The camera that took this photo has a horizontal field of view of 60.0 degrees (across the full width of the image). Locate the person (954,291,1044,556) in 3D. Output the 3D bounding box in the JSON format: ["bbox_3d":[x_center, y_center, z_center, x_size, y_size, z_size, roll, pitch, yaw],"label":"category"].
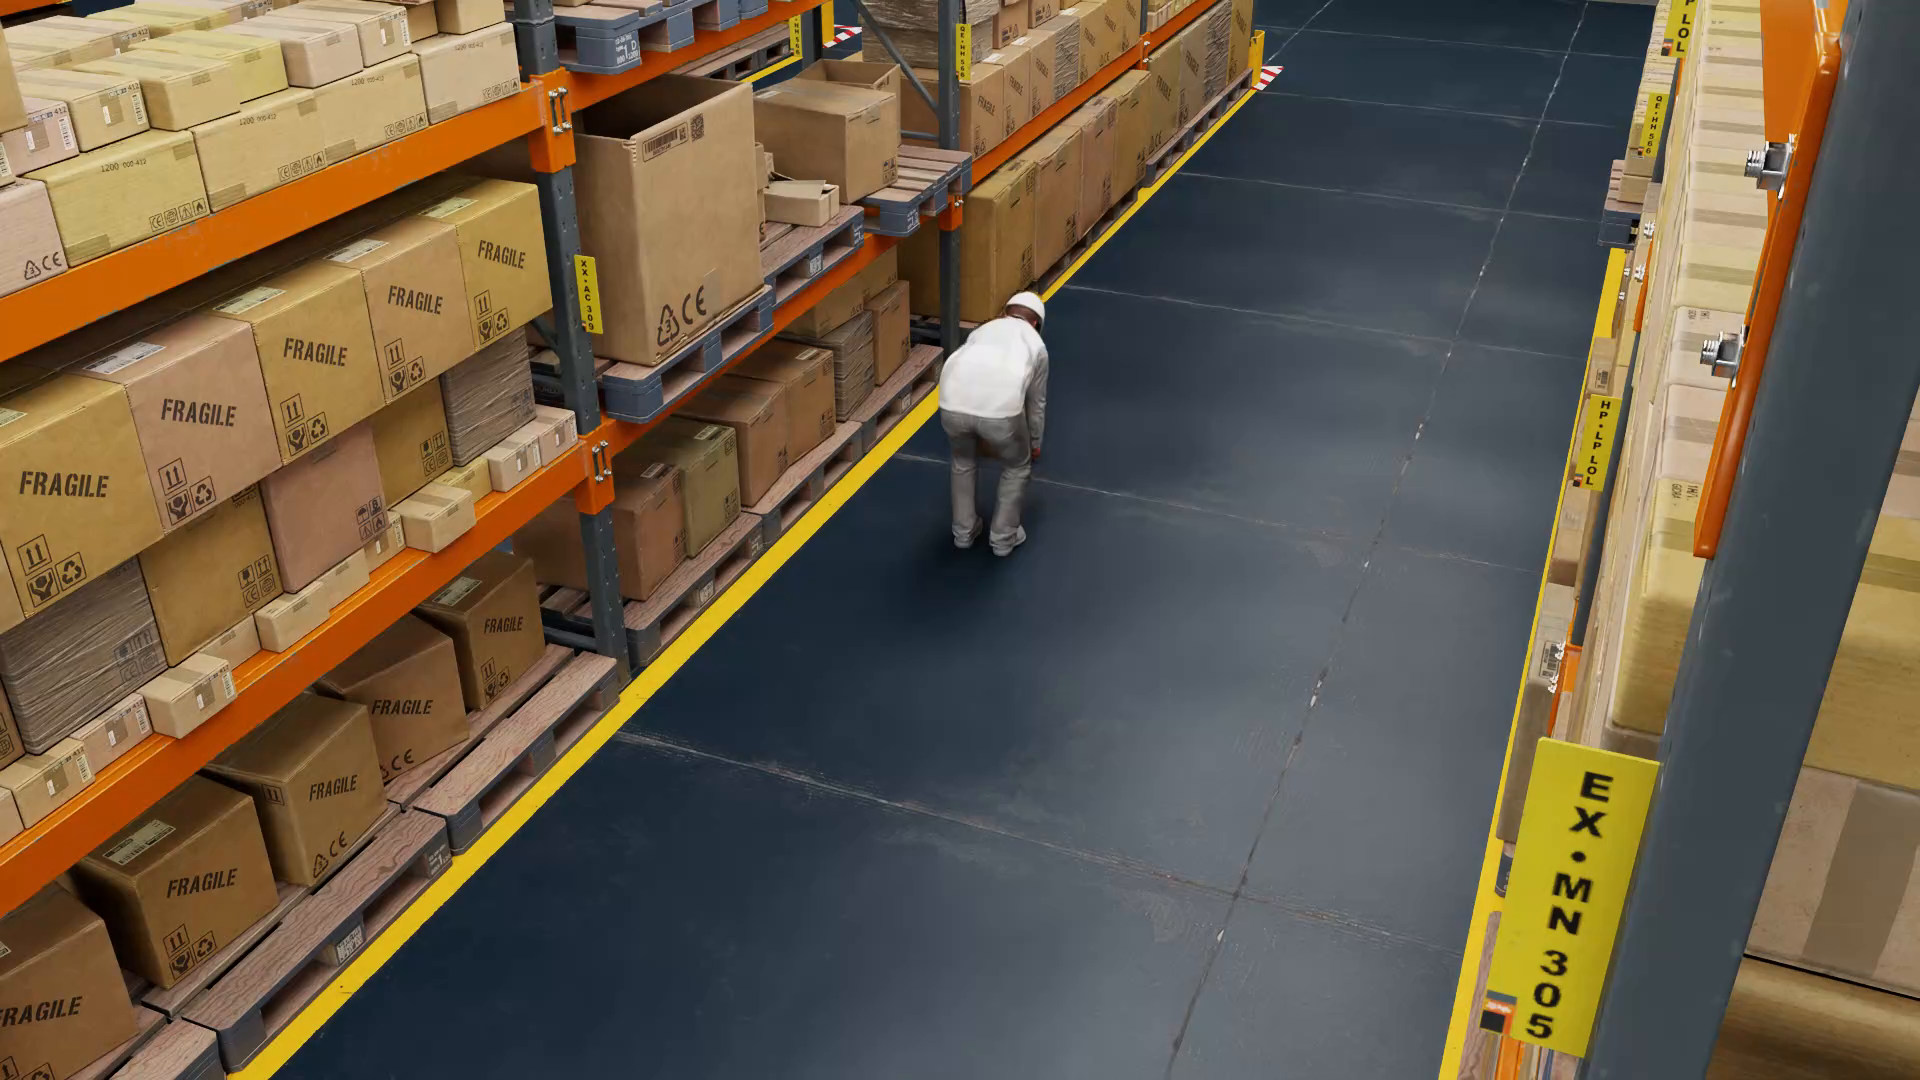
[{"bbox_3d":[-3.131,-3.106,8.500,7.355,5.810,11.427,10,31,18],"label":"person"}]
